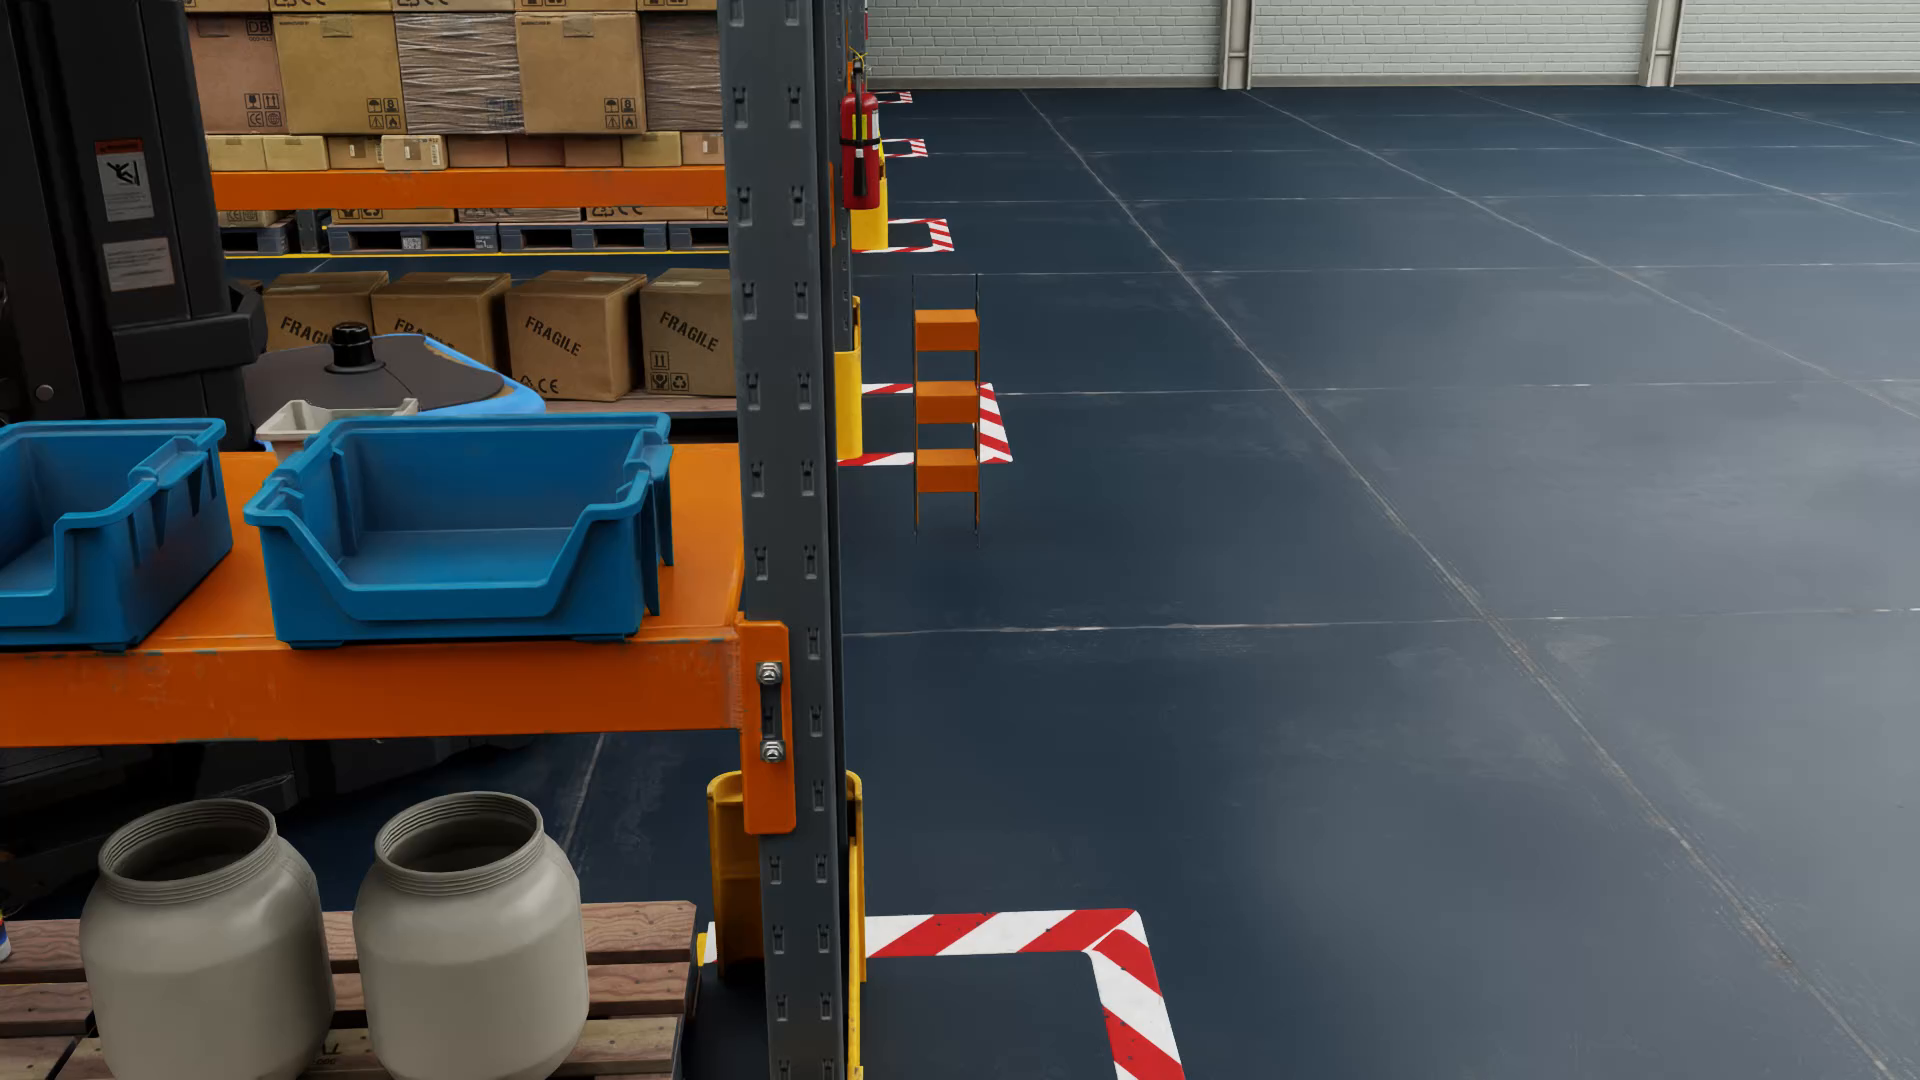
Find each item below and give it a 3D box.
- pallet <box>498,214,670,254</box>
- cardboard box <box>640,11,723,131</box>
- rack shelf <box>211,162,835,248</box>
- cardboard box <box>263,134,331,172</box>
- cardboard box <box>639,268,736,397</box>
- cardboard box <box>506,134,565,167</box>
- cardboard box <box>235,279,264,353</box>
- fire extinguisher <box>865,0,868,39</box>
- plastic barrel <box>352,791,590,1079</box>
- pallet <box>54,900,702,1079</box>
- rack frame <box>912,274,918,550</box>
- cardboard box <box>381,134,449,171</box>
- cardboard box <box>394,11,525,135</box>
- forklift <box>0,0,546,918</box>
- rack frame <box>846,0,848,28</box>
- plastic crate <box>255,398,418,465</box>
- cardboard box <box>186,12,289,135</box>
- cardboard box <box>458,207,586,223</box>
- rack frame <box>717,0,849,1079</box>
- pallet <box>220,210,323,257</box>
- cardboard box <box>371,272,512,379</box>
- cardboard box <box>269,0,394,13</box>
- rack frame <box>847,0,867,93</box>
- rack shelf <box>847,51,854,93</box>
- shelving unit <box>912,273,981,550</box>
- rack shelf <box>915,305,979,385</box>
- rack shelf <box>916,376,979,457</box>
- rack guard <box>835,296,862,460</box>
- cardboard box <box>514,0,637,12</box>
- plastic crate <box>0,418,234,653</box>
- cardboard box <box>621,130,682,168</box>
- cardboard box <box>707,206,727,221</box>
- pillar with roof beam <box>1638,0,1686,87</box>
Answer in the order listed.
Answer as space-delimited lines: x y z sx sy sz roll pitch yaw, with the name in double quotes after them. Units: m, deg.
-2.768 -2.369 12.546 1.213 0.211 1.003 -1 21 -3 "pallet"
-1.128 -2.160 7.521 0.500 0.500 0.875 -1 21 -3 "cardboard box"
-2.574 -1.599 7.616 4.000 0.370 1.077 -1 21 -3 "rack shelf"
-2.842 -1.710 7.250 0.250 0.149 0.380 -1 21 -3 "cardboard box"
-1.201 -0.997 7.947 0.500 0.500 0.500 3 21 7 "cardboard box"
-1.849 -1.761 7.384 0.250 0.149 0.380 -1 21 -3 "cardboard box"
-3.598 -0.931 7.773 0.500 0.500 0.500 5 22 14 "cardboard box"
-1.002 -5.299 16.431 0.183 0.674 0.296 -1 21 -3 "fire extinguisher"
-0.947 0.791 3.235 0.421 0.512 0.421 0 21 0 "plastic barrel"
-1.179 1.120 3.384 1.213 0.211 1.003 -1 21 -3 "pallet"
-0.175 -0.487 6.425 0.008 1.050 0.200 -1 21 -3 "rack frame"
-2.341 -1.712 7.254 0.250 0.149 0.380 -1 21 -3 "cardboard box"
-2.122 -2.113 7.396 0.500 0.500 0.875 -1 21 -3 "cardboard box"
-2.640 -0.595 4.064 3.031 2.935 1.130 -15 26 -35 "forklift"
-1.143 -5.496 16.841 0.127 3.000 1.000 -1 21 -3 "rack frame"
-1.206 -0.189 3.273 0.250 0.136 0.298 -1 21 -3 "plastic crate"
-3.123 -2.111 7.392 0.500 0.500 0.875 -1 21 -3 "cardboard box"
-3.221 -2.869 12.338 0.875 0.875 0.875 -1 21 -3 "cardboard box"
-0.294 -0.216 2.974 0.127 3.000 1.000 -1 21 -3 "rack frame"
-5.519 -2.313 12.399 1.213 0.211 1.003 -1 21 -3 "pallet"
-2.422 -0.967 7.868 0.500 0.500 0.500 1 21 2 "cardboard box"
-2.610 -2.501 7.011 0.500 0.500 0.500 -1 21 -3 "cardboard box"
-0.759 -3.740 12.228 0.127 3.000 1.000 -1 21 -3 "rack frame"
-2.756 -3.363 12.249 4.000 0.370 1.077 -1 21 -3 "rack shelf"
-0.053 -0.490 6.431 0.252 1.050 0.215 -1 21 -3 "shelving unit"
-0.053 -0.745 6.334 0.240 0.259 0.215 -1 21 -3 "rack shelf"
-0.053 -0.480 6.435 0.240 0.259 0.215 -1 21 -3 "rack shelf"
-0.653 -0.806 8.036 0.348 0.500 1.175 -1 21 -3 "rack guard"
-1.611 -2.518 7.054 0.500 0.500 0.500 -1 21 -3 "cardboard box"
-1.426 -0.019 2.665 0.408 0.251 0.499 -1 21 -3 "plastic crate"
-1.346 -1.751 7.358 0.250 0.149 0.380 -1 21 -3 "cardboard box"
-1.433 -2.906 12.434 0.875 0.875 0.875 -1 21 -3 "cardboard box"
10.050 -9.084 17.832 0.400 9.000 9.100 -1 21 -3 "pillar with roof beam"
